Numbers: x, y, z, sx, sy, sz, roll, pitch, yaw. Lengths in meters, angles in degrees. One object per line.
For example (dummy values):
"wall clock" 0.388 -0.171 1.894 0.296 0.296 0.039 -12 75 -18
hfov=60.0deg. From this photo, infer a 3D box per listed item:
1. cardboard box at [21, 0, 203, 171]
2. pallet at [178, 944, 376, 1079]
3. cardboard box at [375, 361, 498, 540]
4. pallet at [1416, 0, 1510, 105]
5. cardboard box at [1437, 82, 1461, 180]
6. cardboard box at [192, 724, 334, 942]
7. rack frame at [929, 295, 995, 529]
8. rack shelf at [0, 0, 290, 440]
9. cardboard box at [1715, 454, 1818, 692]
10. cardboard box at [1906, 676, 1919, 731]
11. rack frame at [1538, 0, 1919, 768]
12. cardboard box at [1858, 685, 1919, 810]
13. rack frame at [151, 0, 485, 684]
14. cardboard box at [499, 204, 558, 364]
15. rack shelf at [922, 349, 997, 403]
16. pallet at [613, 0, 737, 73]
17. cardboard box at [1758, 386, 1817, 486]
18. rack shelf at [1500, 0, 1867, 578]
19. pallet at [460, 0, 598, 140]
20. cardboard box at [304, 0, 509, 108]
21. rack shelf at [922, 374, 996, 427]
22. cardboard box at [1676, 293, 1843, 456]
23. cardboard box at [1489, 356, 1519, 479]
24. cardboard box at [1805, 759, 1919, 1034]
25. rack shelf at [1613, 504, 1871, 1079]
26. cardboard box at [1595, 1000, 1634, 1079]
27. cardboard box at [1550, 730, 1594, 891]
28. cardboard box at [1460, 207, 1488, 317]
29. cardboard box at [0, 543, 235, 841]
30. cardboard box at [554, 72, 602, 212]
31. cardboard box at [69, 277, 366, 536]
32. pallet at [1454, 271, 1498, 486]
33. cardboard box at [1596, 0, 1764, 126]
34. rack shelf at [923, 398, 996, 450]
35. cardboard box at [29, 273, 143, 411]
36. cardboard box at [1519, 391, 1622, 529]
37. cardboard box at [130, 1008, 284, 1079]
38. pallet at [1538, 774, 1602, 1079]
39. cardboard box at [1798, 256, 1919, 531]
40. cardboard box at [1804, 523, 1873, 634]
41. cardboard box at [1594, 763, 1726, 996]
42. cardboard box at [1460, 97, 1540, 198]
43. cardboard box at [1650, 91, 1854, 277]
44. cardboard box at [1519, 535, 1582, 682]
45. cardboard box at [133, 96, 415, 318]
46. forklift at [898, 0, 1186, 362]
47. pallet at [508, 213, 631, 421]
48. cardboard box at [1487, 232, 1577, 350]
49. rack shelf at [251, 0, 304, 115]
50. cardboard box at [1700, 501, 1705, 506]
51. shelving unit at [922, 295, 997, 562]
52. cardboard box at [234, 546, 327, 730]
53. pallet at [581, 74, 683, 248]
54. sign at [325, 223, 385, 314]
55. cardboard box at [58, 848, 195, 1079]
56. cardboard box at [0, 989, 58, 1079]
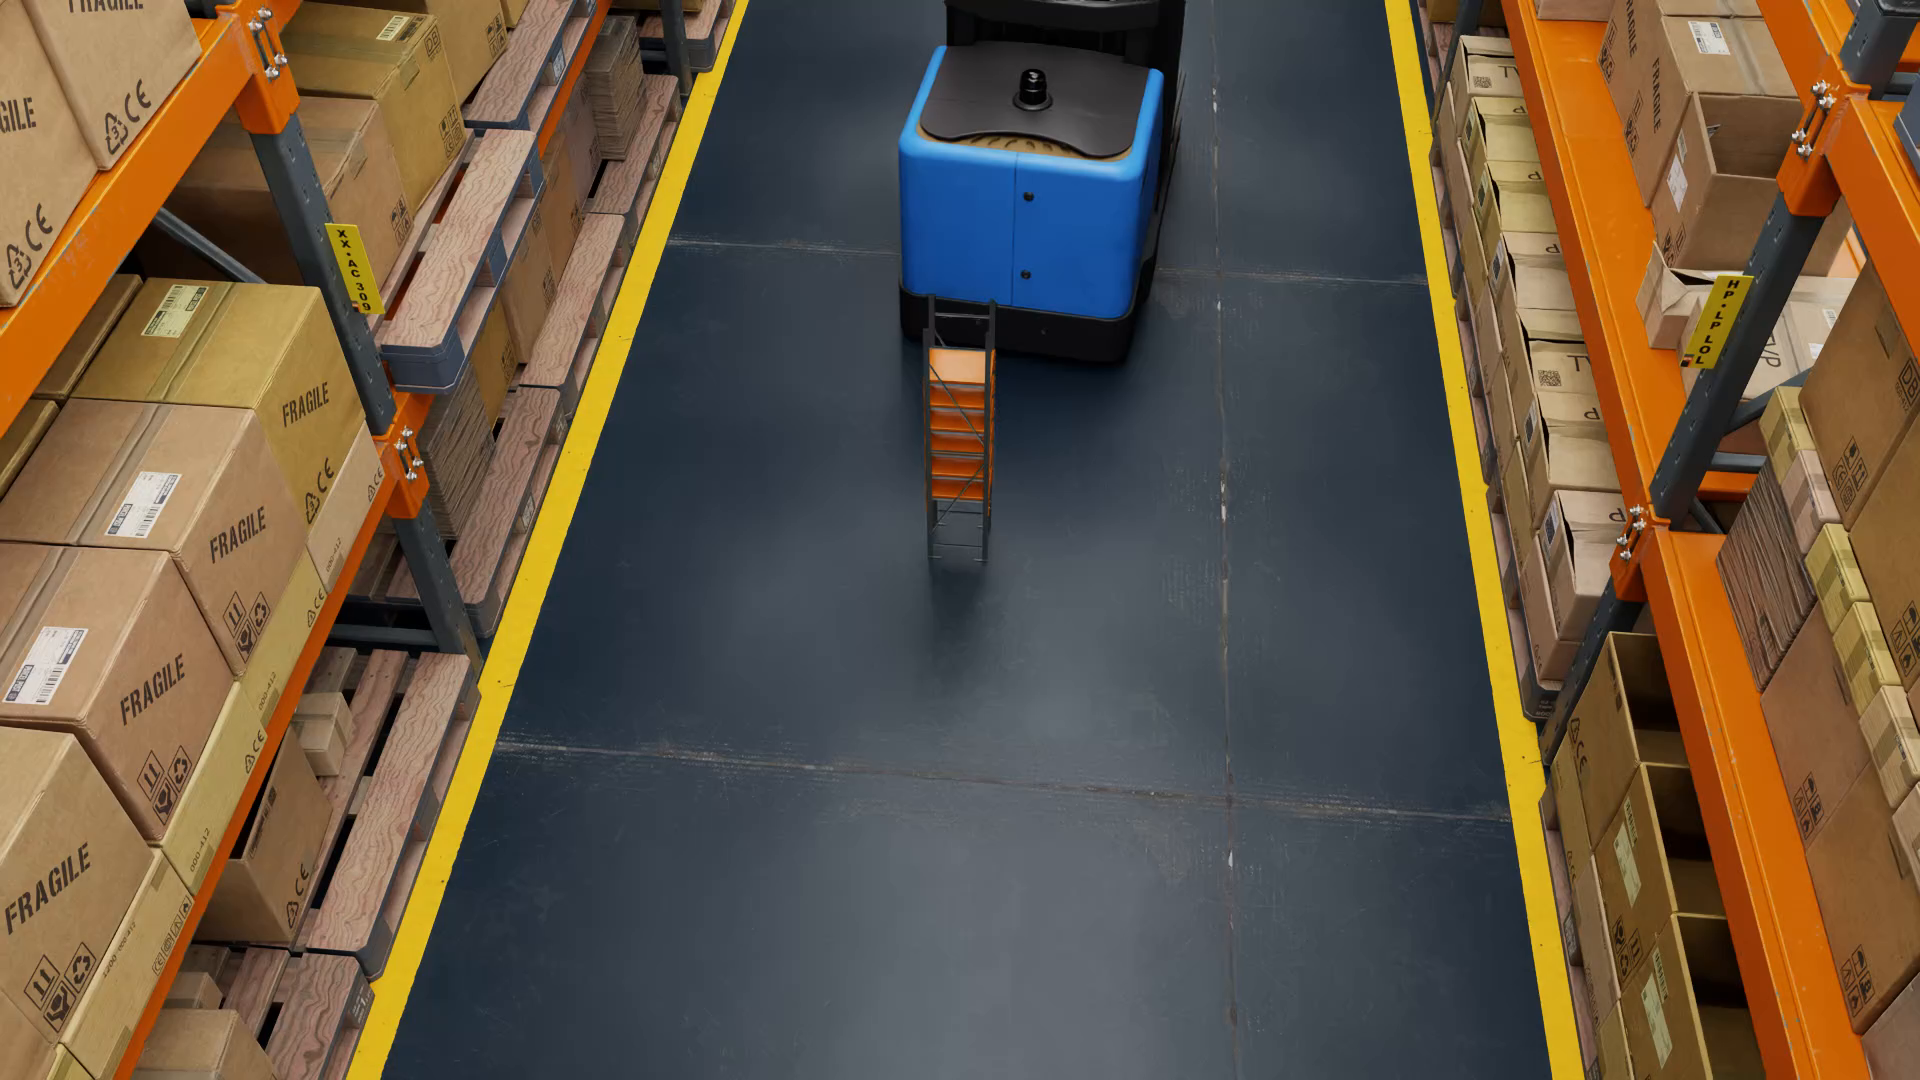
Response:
"cardboard box" -2.118 -1.195 3.722 0.500 0.500 0.500 5 48 5
"pallet" -2.453 1.804 4.983 1.003 0.211 1.213 4 48 4
"cardboard box" -2.268 -0.379 6.485 0.700 0.500 0.500 5 48 5
"pallet" 3.085 -2.746 9.144 1.003 0.211 1.213 4 48 4
"cardboard box" 2.639 -1.990 8.142 0.500 0.250 0.500 4 48 3
"cardboard box" -2.373 0.929 5.290 0.500 0.500 0.500 1 48 1
"rack frame" 0.007 -0.462 6.385 0.240 1.200 0.006 4 48 4
"rack shelf" -2.501 0.168 3.044 1.077 0.370 4.000 4 48 4
"cardboard box" 2.581 0.091 4.592 0.700 0.500 0.500 3 48 3
"cardboard box" 2.490 0.393 3.437 0.700 0.500 0.500 4 48 4
"rack frame" 2.615 -0.202 4.928 1.000 3.000 0.127 4 48 4
"cardboard box" 2.306 0.481 3.796 0.380 0.149 0.250 2 48 2
"rack frame" -2.318 -0.532 5.230 1.000 3.000 0.127 4 48 4
"cardboard box" -2.184 -1.134 7.176 0.700 0.500 0.500 4 48 4
"rack shelf" -0.001 -0.607 6.091 0.258 0.103 0.180 4 48 4
"pallet" -1.807 -3.104 9.472 1.003 0.211 1.213 4 48 4
"cardboard box" 2.398 -0.270 4.483 0.380 0.149 0.250 4 48 3
"rack shelf" 2.797 -1.428 6.537 1.077 0.370 4.000 4 48 4
"pallet" -2.093 -1.949 6.656 1.003 0.211 1.213 4 48 4
"cardboard box" -2.151 -1.982 6.190 0.700 0.500 0.500 10 48 9
"rack shelf" -0.001 -0.526 6.179 0.258 0.103 0.180 4 48 4
"cardboard box" 2.616 -0.516 5.316 0.500 0.250 0.500 7 48 6
"cardboard box" 2.458 -0.487 6.767 0.500 0.250 0.500 5 48 4
"cardboard box" 2.490 0.848 3.900 0.700 0.500 0.500 5 48 4
"rack shelf" 2.433 1.511 3.849 1.077 0.370 4.000 4 48 4
"cardboard box" 2.170 1.639 4.823 0.500 0.250 0.500 4 48 4
"cardboard box" 2.271 0.905 5.494 0.500 0.250 0.500 4 48 4
"cardboard box" 2.553 -1.238 7.454 0.500 0.250 0.500 3 48 2
"cardboard box" -2.150 0.364 3.991 0.500 0.500 0.500 3 48 2
"cardboard box" -2.130 -1.873 7.852 0.700 0.500 0.500 4 48 3
"cardboard box" -2.053 -0.373 4.664 0.500 0.500 0.500 4 48 3
"pallet" 2.752 -0.703 7.276 1.003 0.211 1.213 4 48 4
"cardboard box" 2.843 -1.941 6.450 0.500 0.500 0.500 2 48 1
"rack shelf" -0.001 -0.445 6.268 0.258 0.103 0.180 4 48 4
"cardboard box" -2.569 -0.410 4.698 0.500 0.500 0.500 3 48 3
"cardboard box" 2.408 -0.304 6.220 0.500 0.311 0.500 5 48 5
"cardboard box" -2.362 1.646 4.634 0.700 0.500 0.500 1 48 1
"pallet" 2.501 1.321 5.425 1.003 0.211 1.213 4 48 4
"cardboard box" 2.581 -0.347 4.113 0.700 0.500 0.500 4 48 4
"cardboard box" 2.353 0.104 4.140 0.380 0.149 0.250 3 48 3
"cardboard box" 2.223 1.019 4.882 0.500 0.500 0.500 4 48 4
"cardboard box" 2.600 -1.792 7.581 0.500 0.311 0.500 3 48 3
"cardboard box" 2.749 -1.186 5.760 0.500 0.500 0.500 7 48 6
"cardboard box" 2.364 0.260 6.084 0.500 0.250 0.500 3 48 3
"cardboard box" -2.238 -1.086 5.370 0.700 0.500 0.500 4 48 4
"forklift" 0.528 -2.889 7.432 1.130 2.935 3.031 9 48 8
"pallet" -2.140 -1.062 7.604 1.003 0.211 1.213 4 48 4
"cardboard box" 2.505 -1.040 6.893 0.500 0.311 0.500 3 48 3
"rack shelf" -2.136 -2.771 5.732 1.077 0.370 4.000 4 48 4
"cardboard box" 2.952 -0.259 6.179 0.500 0.311 0.500 3 48 3
"shelving unit" -0.001 -0.394 6.323 0.258 1.200 0.189 4 48 4
"cardboard box" -2.113 0.246 4.606 0.500 0.250 0.500 4 48 4
"pallet" -2.026 -1.956 8.422 1.003 0.211 1.213 4 48 4
"sign" -1.777 -0.793 4.882 0.100 0.325 0.005 4 48 4
"cardboard box" -2.188 0.986 3.929 0.500 0.250 0.500 4 48 4
"cardboard box" -2.232 1.126 3.293 0.500 0.500 0.500 2 48 2
